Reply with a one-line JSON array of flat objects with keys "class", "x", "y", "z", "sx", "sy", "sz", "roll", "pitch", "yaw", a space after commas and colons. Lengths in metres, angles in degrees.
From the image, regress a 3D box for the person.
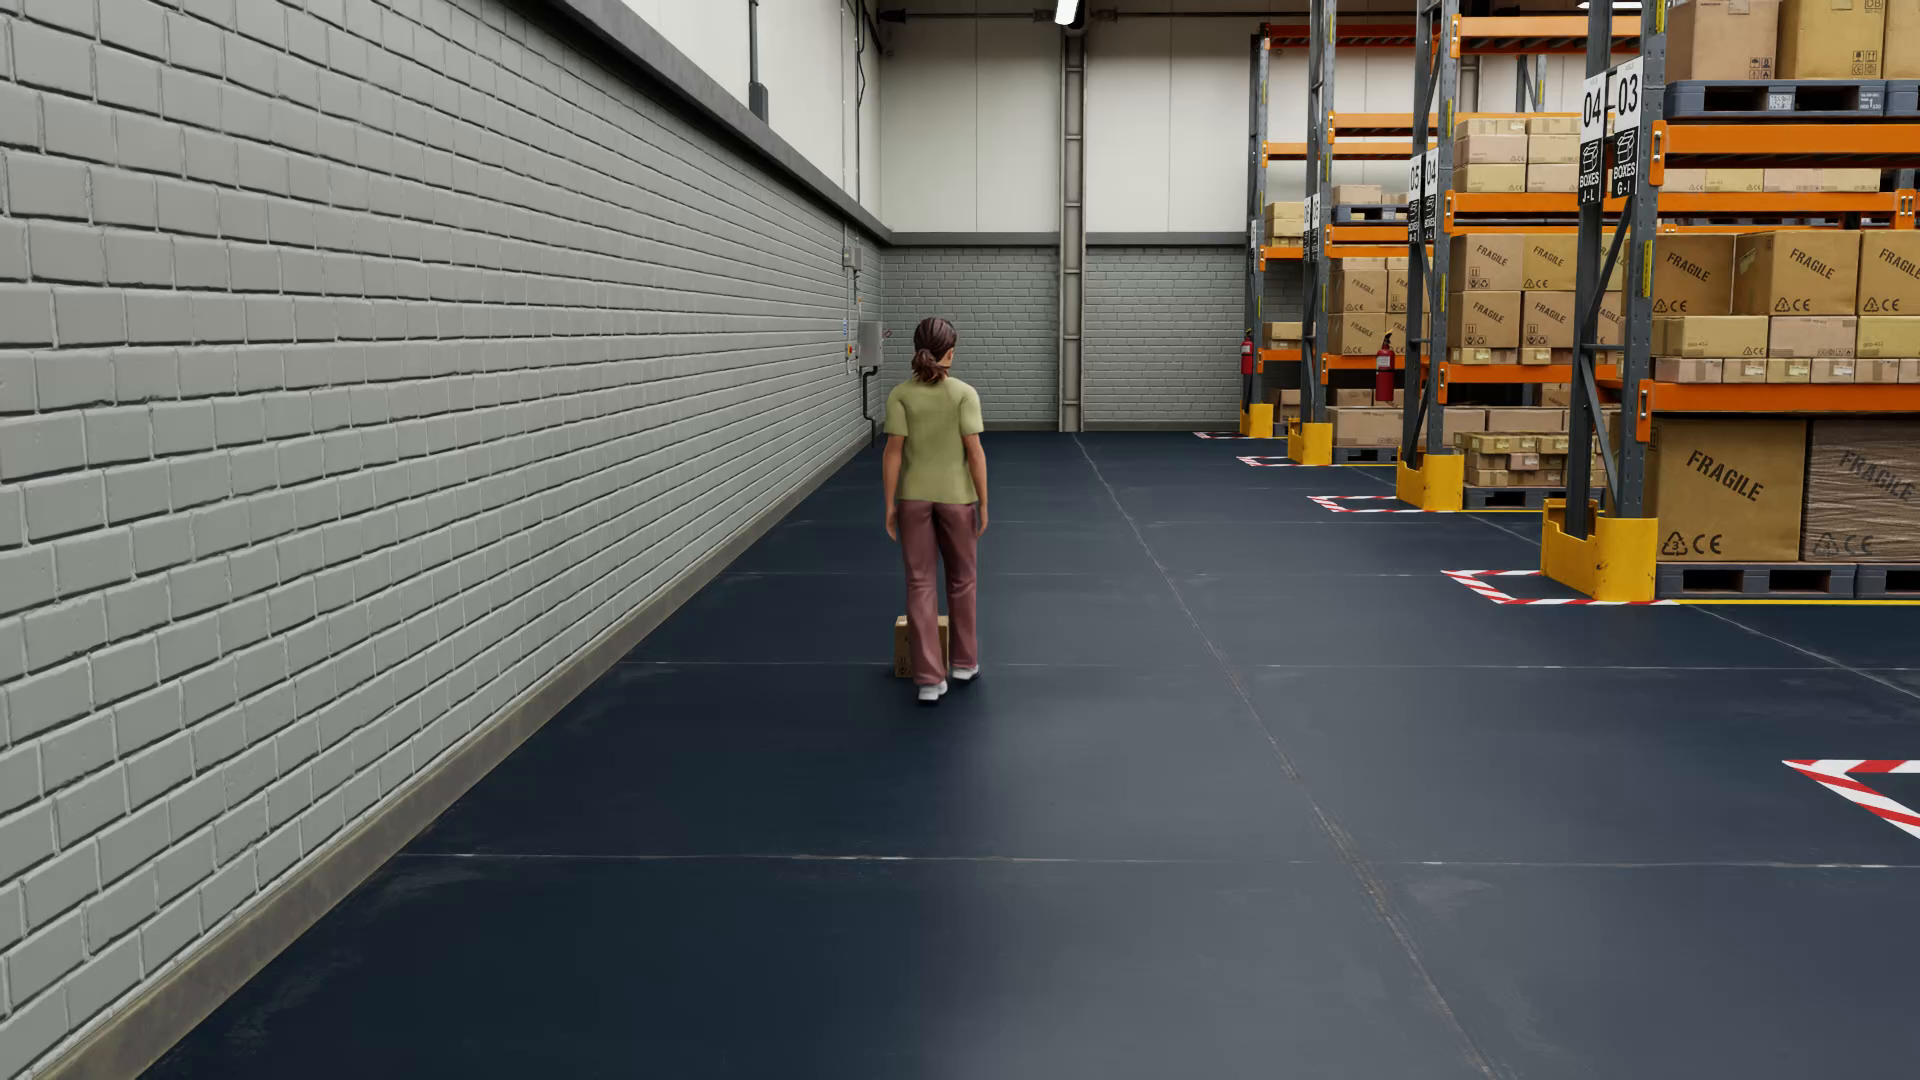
[{"class": "person", "x": -0.098, "y": -0.159, "z": 7.450, "sx": 0.461, "sy": 1.667, "sz": 0.686, "roll": 0, "pitch": 7, "yaw": 3}]
